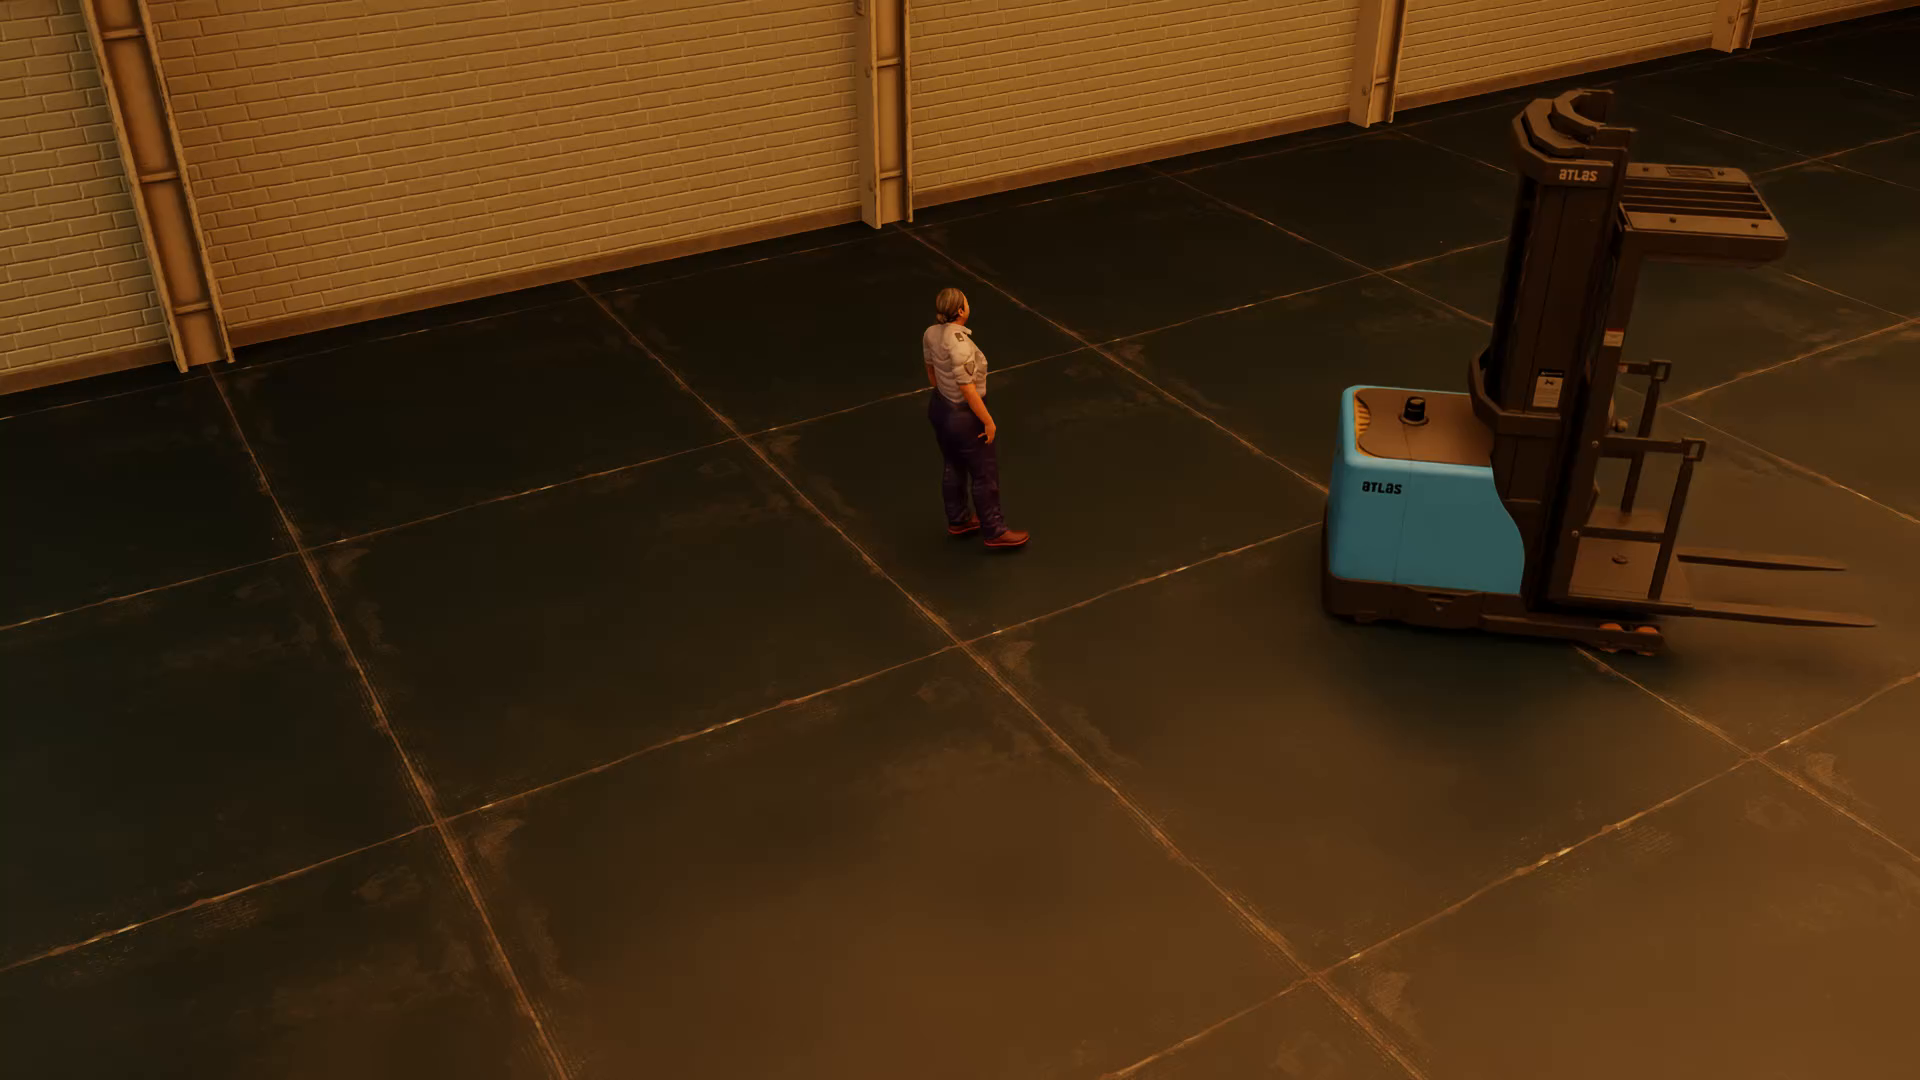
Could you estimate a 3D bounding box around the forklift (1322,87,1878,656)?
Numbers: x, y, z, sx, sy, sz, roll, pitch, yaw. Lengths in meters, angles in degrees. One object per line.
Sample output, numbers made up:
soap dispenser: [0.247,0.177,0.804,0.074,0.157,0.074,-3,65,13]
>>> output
forklift: [3.689,-0.898,9.146,3.031,2.935,1.130,5,31,9]

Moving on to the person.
person: [0.088,-0.762,10.075,0.503,1.651,0.598,-17,35,-26]
